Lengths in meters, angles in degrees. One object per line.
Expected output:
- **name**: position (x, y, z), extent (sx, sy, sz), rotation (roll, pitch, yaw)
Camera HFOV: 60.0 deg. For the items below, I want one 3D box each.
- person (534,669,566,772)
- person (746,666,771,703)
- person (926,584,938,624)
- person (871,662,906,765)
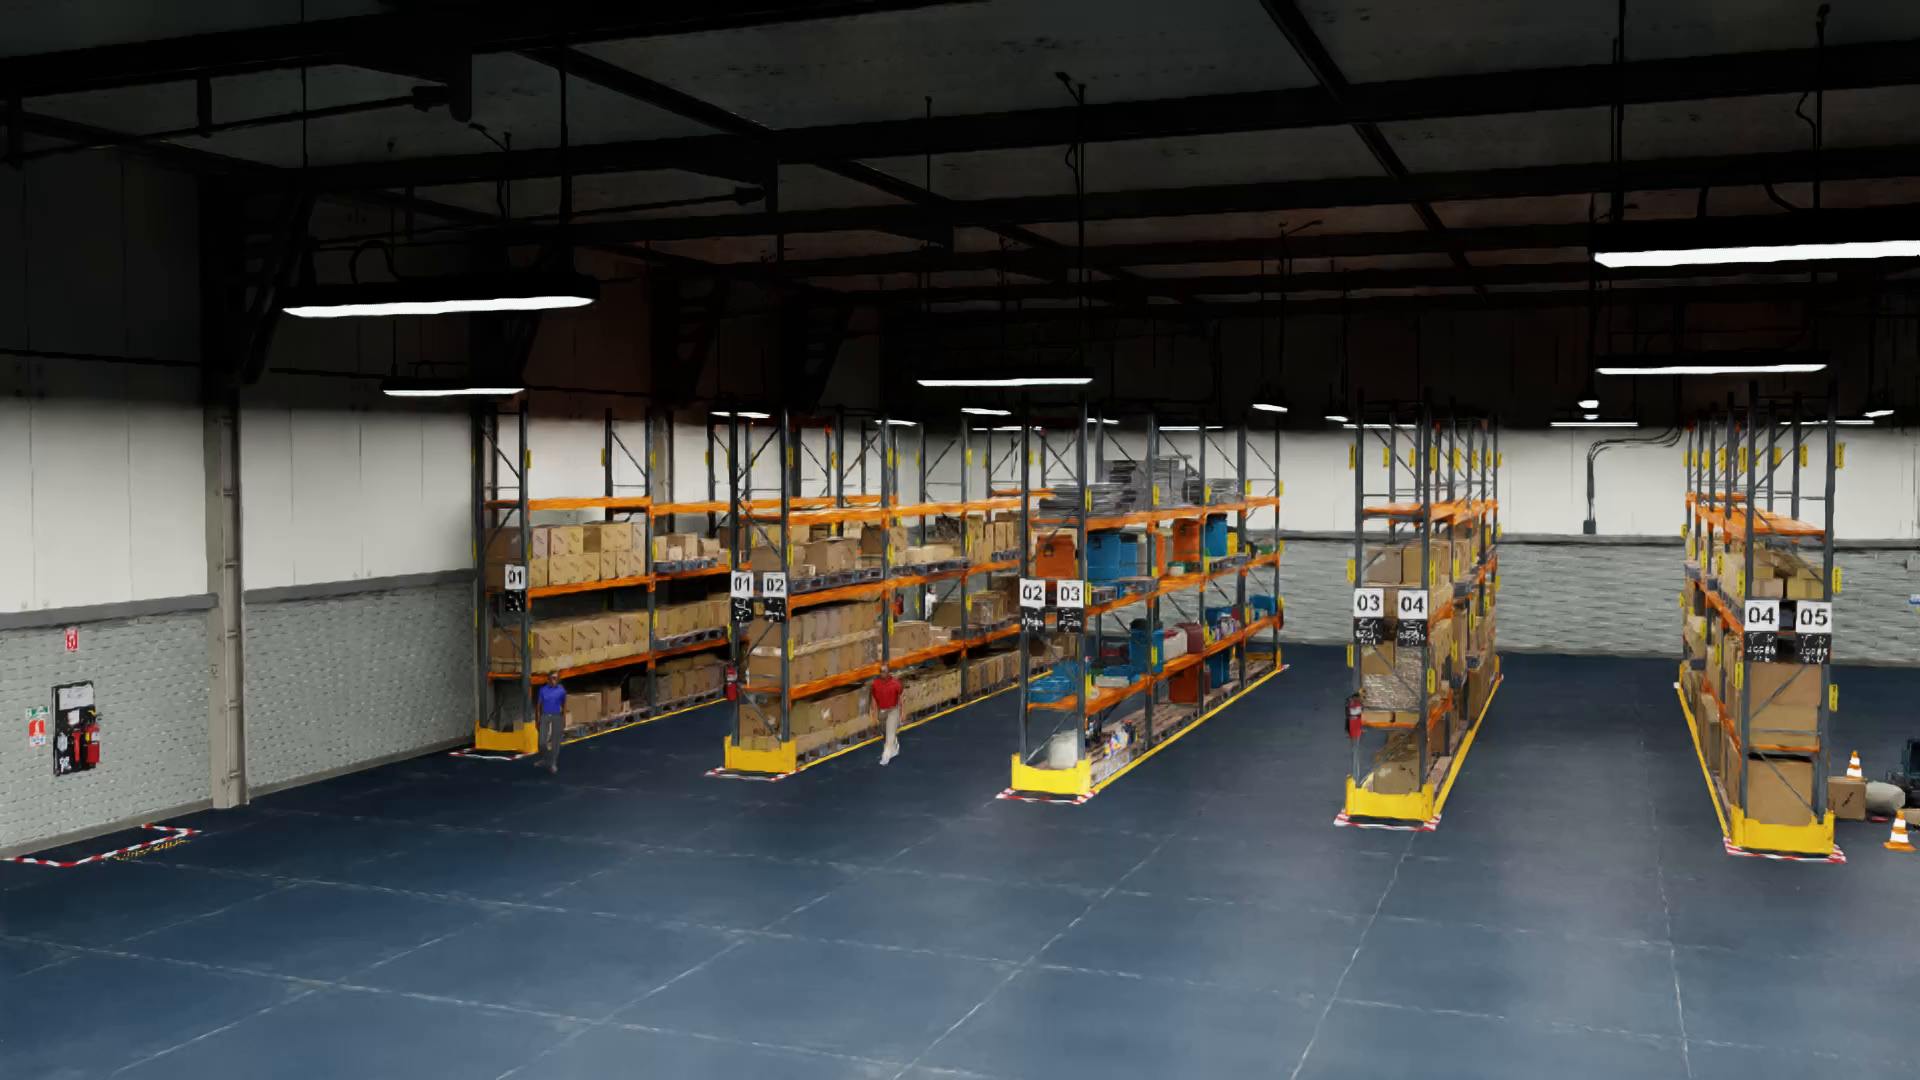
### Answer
- **person**: position (-6.596, 2.883, 26.739), extent (0.517, 1.646, 0.528), rotation (-1, 3, -15)
- **person**: position (-3.662, 2.704, 30.610), extent (0.639, 1.632, 0.512), rotation (1, 3, 19)
- **person**: position (-0.718, 1.997, 44.402), extent (0.685, 1.672, 0.550), rotation (-2, 3, -32)
- **person**: position (-1.216, 2.829, 27.387), extent (0.542, 1.645, 1.126), rotation (1, 3, 24)
